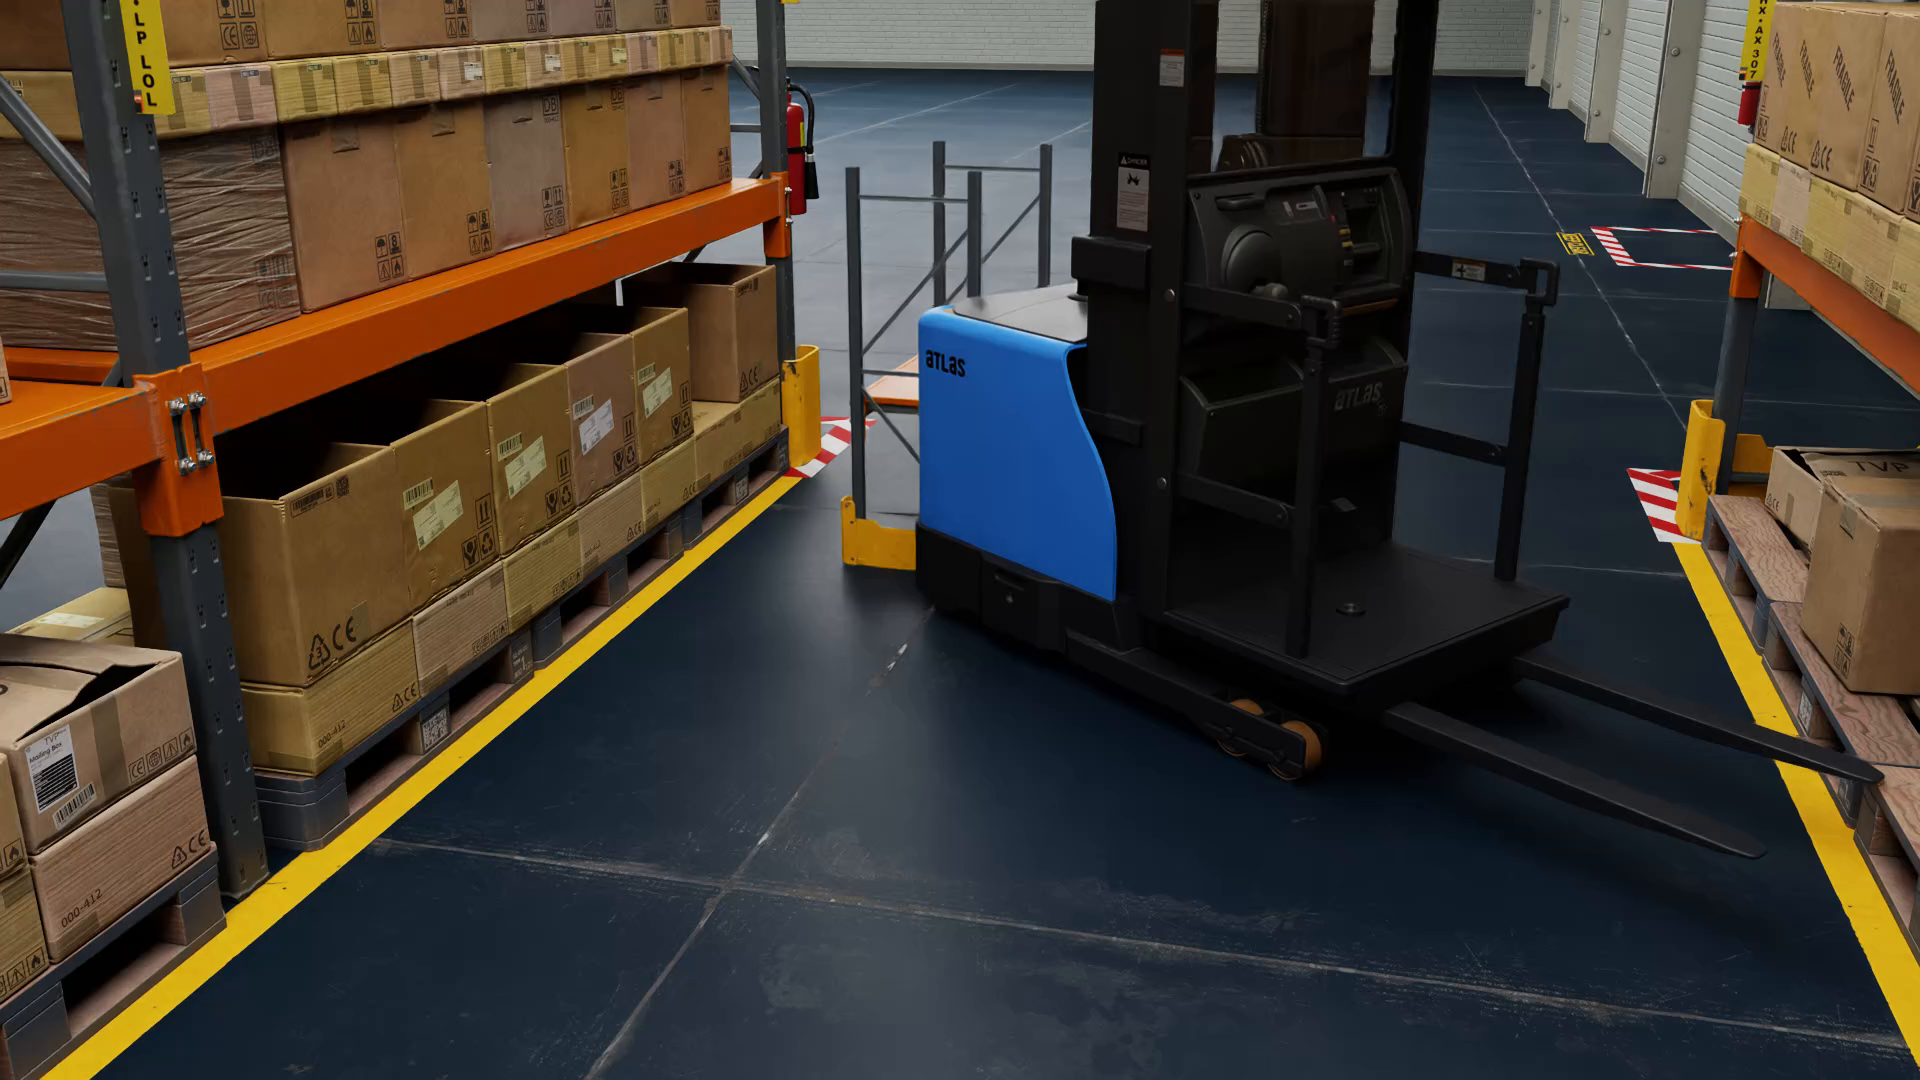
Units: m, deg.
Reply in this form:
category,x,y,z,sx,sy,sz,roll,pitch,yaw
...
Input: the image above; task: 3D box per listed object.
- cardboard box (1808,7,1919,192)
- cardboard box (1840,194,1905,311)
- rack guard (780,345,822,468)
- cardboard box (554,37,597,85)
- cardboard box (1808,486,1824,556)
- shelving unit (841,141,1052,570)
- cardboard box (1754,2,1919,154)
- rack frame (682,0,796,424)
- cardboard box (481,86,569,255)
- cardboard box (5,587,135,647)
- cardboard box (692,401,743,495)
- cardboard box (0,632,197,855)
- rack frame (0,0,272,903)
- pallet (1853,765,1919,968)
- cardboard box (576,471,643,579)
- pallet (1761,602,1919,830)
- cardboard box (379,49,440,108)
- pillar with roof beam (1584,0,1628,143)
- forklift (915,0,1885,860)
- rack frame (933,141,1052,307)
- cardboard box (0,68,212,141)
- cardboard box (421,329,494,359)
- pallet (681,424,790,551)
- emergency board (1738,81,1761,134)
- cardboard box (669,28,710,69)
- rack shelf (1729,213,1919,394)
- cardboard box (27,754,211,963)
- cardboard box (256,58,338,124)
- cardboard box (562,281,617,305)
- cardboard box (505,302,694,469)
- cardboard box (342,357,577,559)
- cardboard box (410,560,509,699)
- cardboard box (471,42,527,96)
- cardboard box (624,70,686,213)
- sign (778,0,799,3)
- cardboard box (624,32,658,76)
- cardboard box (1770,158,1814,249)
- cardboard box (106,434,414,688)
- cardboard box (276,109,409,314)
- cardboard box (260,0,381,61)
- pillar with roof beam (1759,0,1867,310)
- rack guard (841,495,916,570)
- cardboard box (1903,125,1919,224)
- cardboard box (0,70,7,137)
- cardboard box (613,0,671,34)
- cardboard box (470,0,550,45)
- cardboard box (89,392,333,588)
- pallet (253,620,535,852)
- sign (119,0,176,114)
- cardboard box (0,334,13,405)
category,x,y,z,sx,sy,sz,roll,pitch,yaw
cardboard box,2.874,-1.303,4.903,0.500,0.500,0.500,4,19,12
cardboard box,2.749,-0.781,4.533,0.500,0.250,0.500,5,19,14
rack guard,-1.254,-0.666,7.864,1.175,0.500,0.348,5,19,13
cardboard box,-1.483,-1.655,5.734,0.380,0.149,0.250,5,20,15
cardboard box,3.149,0.001,5.522,0.500,0.311,0.500,6,20,18
shelving unit,-0.021,-0.760,6.593,0.587,1.500,1.083,6,20,16
cardboard box,3.137,-1.619,5.827,0.500,0.500,0.500,5,19,13
rack frame,-1.260,-1.841,7.438,1.000,3.000,0.127,5,19,13
cardboard box,-1.762,-1.258,5.575,0.700,0.500,0.500,5,20,15
cardboard box,-2.336,0.352,4.620,0.500,0.250,0.500,5,19,13
cardboard box,-1.215,-0.390,6.792,0.500,0.250,0.500,5,19,13
cardboard box,-2.058,0.399,3.615,0.500,0.311,0.500,5,19,13
rack frame,-2.237,-0.588,3.767,1.000,3.000,0.127,5,19,13
pallet,2.697,0.909,3.701,1.003,0.211,1.213,5,19,13
cardboard box,-1.459,-0.076,5.875,0.500,0.250,0.500,5,19,13
pallet,2.993,0.525,4.824,1.003,0.211,1.213,5,19,13
cardboard box,-1.735,-1.331,4.786,0.380,0.149,0.250,4,19,12
pillar with roof beam,4.436,-9.984,21.997,9.100,9.000,0.400,5,19,13
forklift,1.154,-0.890,4.758,1.130,2.935,3.031,-15,24,-36
rack frame,0.132,-0.920,7.061,0.500,1.500,0.032,6,20,16
cardboard box,-1.984,-1.011,3.848,0.380,0.149,0.250,5,19,13
cardboard box,-1.976,-0.473,5.877,0.500,0.500,0.500,5,19,13
pallet,-1.406,-0.279,7.177,1.003,0.211,1.213,5,19,13
emergency board,6.319,-3.816,13.218,0.194,1.169,0.643,5,19,13
cardboard box,-1.231,-1.979,6.682,0.380,0.149,0.250,5,20,15
rack shelf,3.056,-0.484,4.577,1.077,0.370,4.000,5,19,13
cardboard box,-2.057,0.668,3.696,0.500,0.250,0.500,4,19,13
cardboard box,-1.861,-1.171,4.316,0.380,0.149,0.250,4,19,12
cardboard box,-1.727,-0.786,6.793,0.500,0.500,0.500,5,19,13
cardboard box,-1.332,-0.588,6.211,0.500,0.500,0.500,5,19,13
cardboard box,-1.576,-0.274,5.293,0.500,0.500,0.500,5,19,13
cardboard box,-1.703,0.237,4.957,0.500,0.250,0.500,5,19,13
cardboard box,-1.609,-1.497,5.270,0.380,0.149,0.250,4,19,13
cardboard box,-1.510,-1.578,6.513,0.700,0.500,0.500,5,20,15
sign,-0.737,-2.454,7.074,0.100,0.325,0.005,5,19,13
cardboard box,-1.357,-1.820,6.217,0.380,0.149,0.250,5,19,14
cardboard box,3.005,-1.098,5.463,0.500,0.250,0.500,4,19,12
cardboard box,-1.820,0.039,4.376,0.500,0.500,0.500,5,19,13
cardboard box,-2.012,-0.940,4.645,0.700,0.500,0.500,4,19,13
cardboard box,-2.012,-1.547,4.414,0.700,0.500,0.500,5,19,13
pillar with roof beam,1.504,-6.223,10.985,9.100,9.000,0.400,5,19,13
rack guard,-0.167,-0.015,6.345,0.587,0.250,0.087,6,20,16
cardboard box,2.633,-0.977,3.949,0.500,0.500,0.500,4,19,12
cardboard box,-2.378,-1.044,3.945,0.380,0.149,0.250,5,19,13
cardboard box,-1.522,-2.175,6.254,0.700,0.500,0.500,4,19,12
cardboard box,-1.767,-1.860,5.332,0.700,0.500,0.500,5,19,13
cardboard box,-2.202,-0.158,4.955,0.500,0.500,0.500,5,19,13
pallet,-2.002,0.486,4.938,1.003,0.211,1.213,5,19,13
sign,-1.708,-1.058,3.476,0.100,0.325,0.005,5,19,13
cardboard box,-2.315,-0.359,3.330,0.500,0.250,0.500,6,20,17
